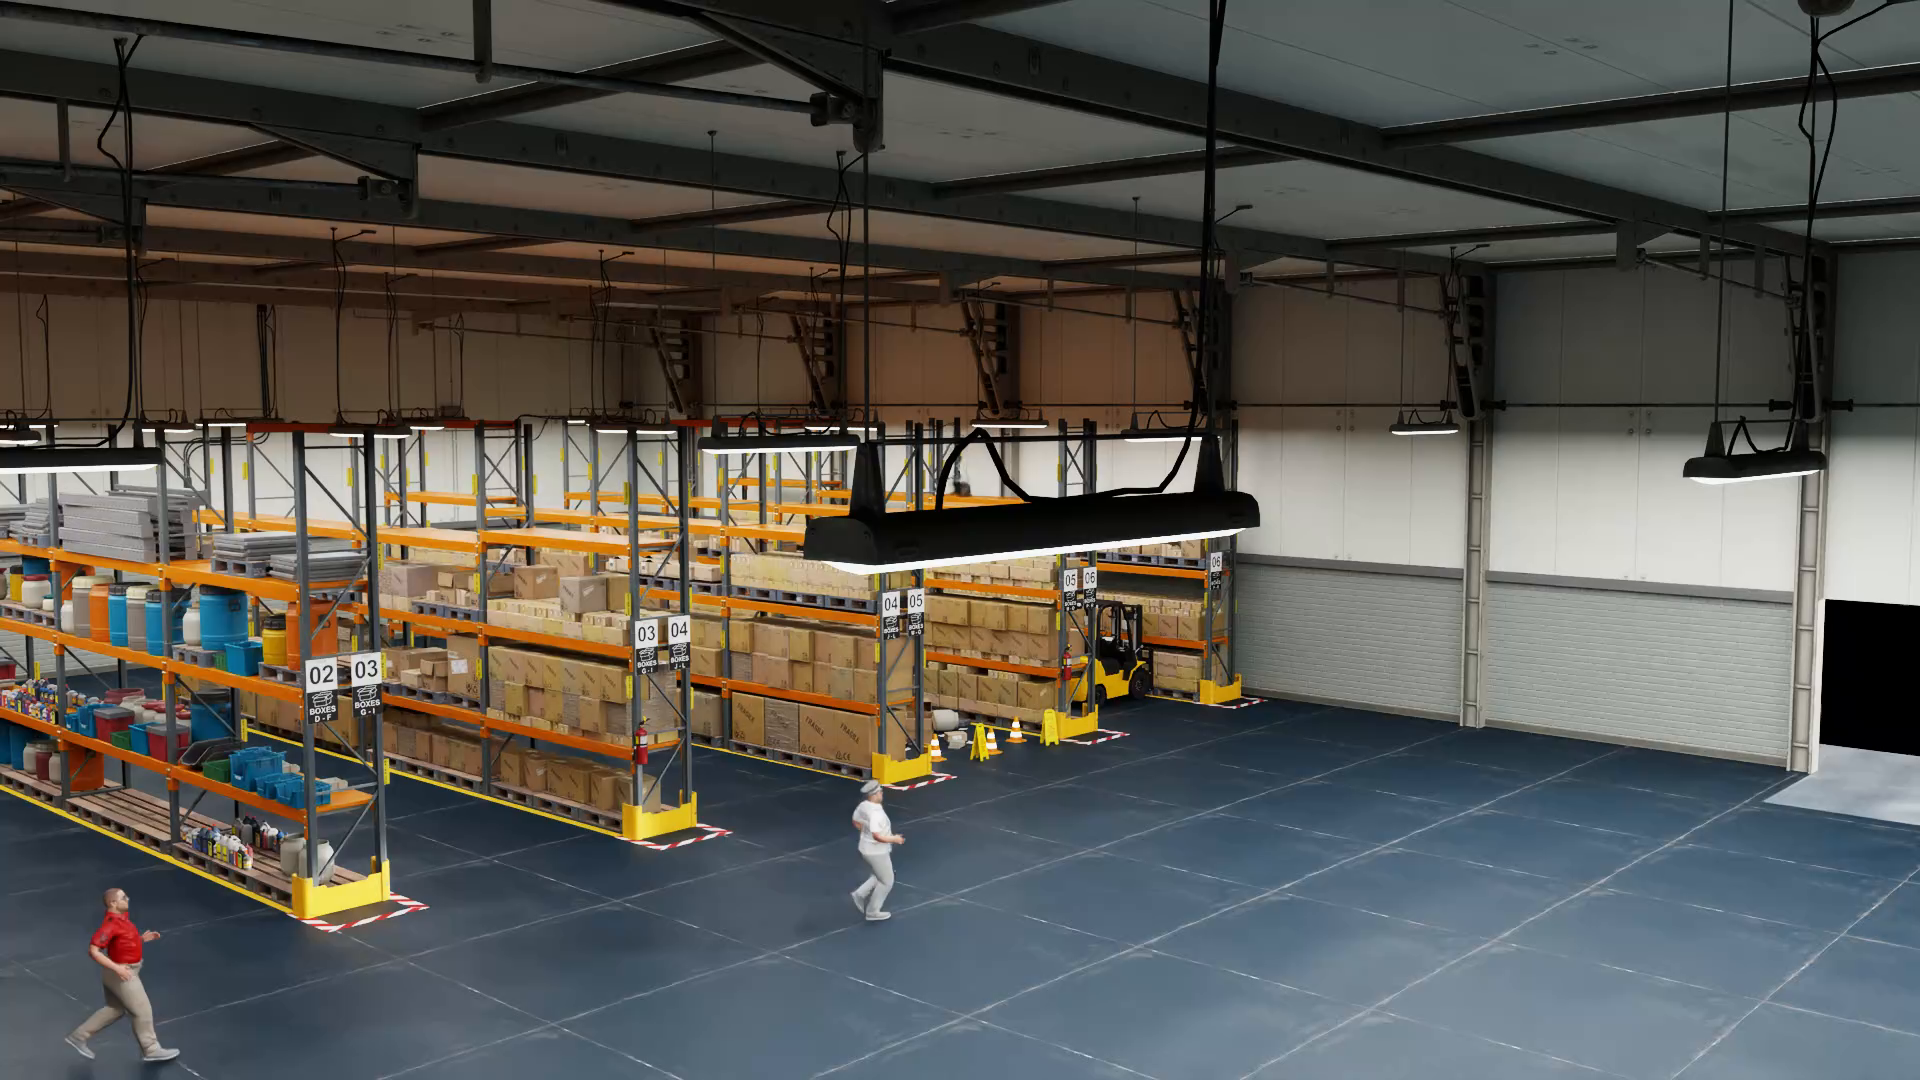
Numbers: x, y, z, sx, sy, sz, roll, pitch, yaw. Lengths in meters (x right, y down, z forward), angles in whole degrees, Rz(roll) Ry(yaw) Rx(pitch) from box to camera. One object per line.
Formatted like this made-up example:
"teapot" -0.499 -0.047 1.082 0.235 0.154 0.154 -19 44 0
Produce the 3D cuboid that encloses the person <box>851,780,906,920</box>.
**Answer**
"person" -1.000 3.797 20.408 0.594 1.723 0.657 -2 5 -21

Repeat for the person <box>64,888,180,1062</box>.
"person" -8.022 4.160 15.872 0.981 1.698 0.669 -2 5 -27
